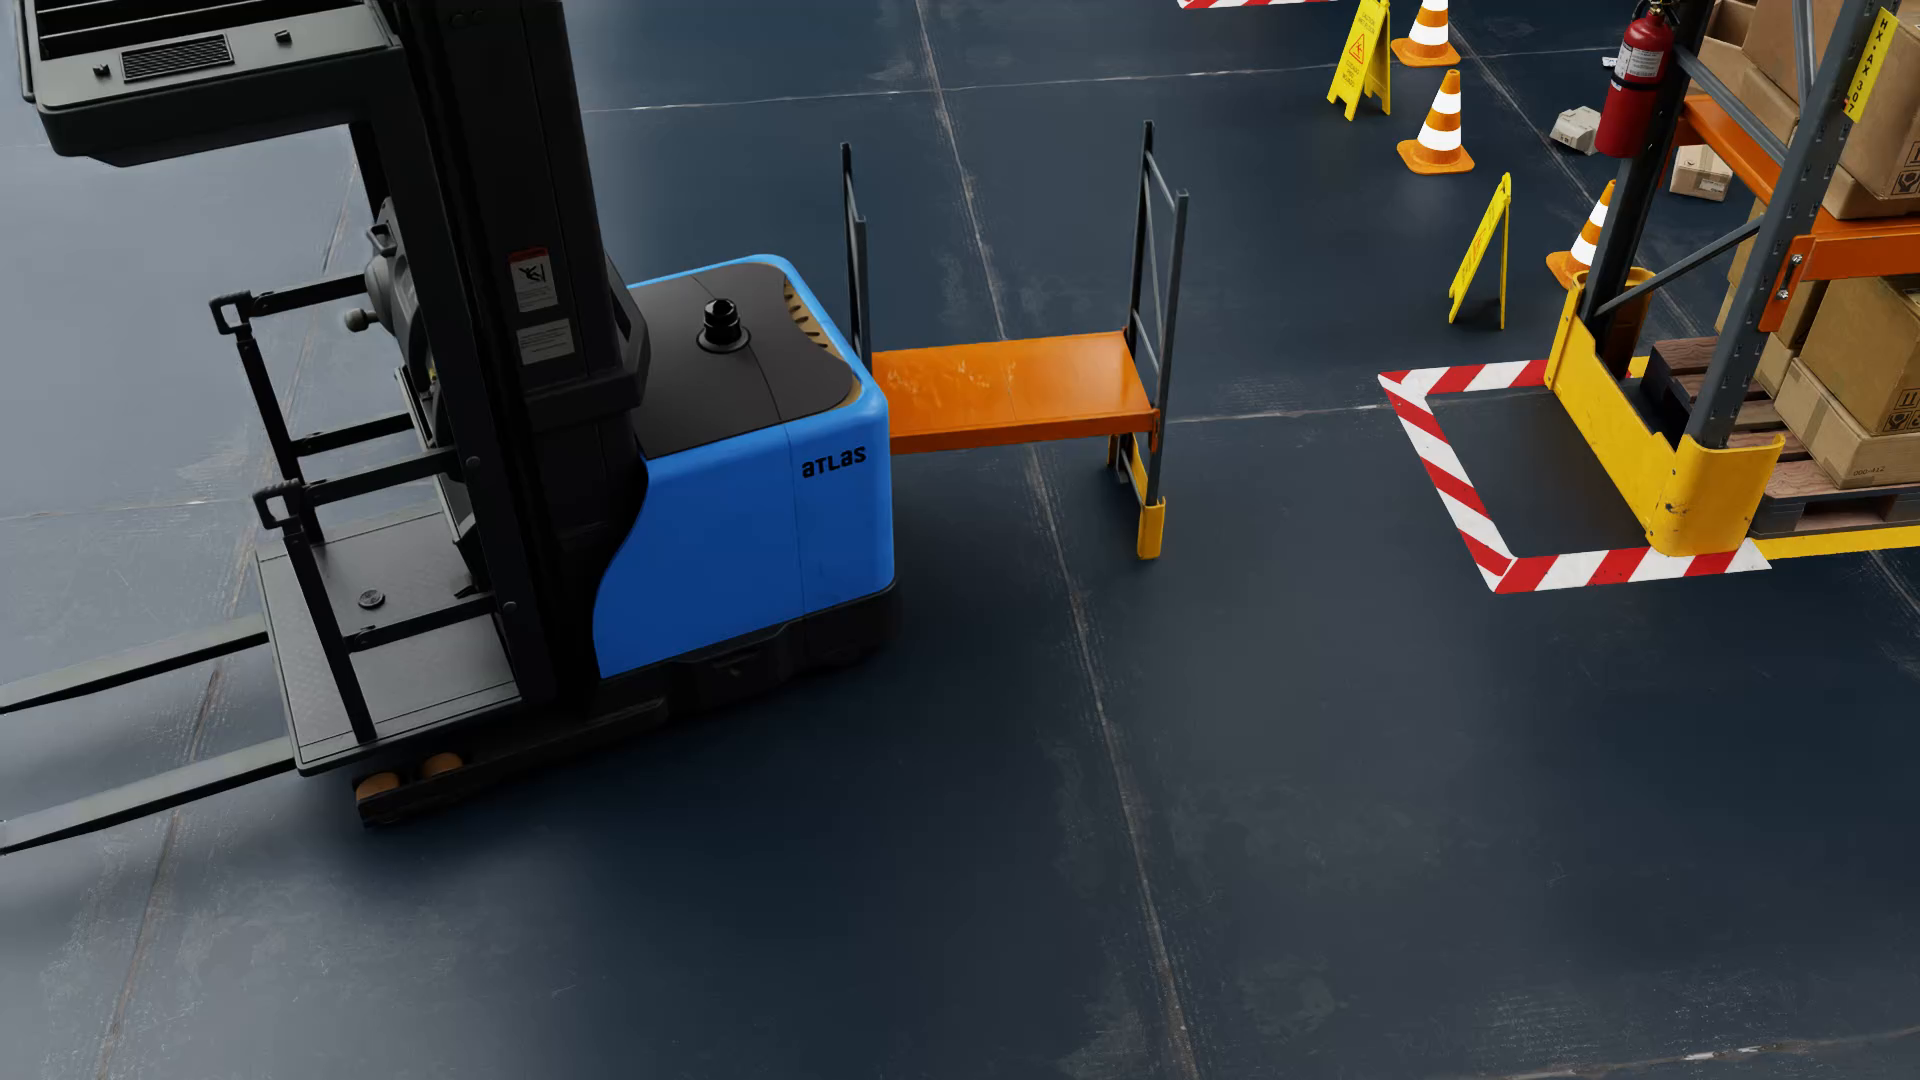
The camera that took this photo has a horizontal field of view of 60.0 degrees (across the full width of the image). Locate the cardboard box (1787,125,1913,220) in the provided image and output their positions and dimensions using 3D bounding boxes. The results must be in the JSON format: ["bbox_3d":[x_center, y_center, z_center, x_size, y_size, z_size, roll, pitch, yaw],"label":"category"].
[{"bbox_3d":[2.983,-1.241,5.574,0.250,0.149,0.380,-5,42,-5],"label":"cardboard box"}]

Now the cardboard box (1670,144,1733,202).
[{"bbox_3d":[3.656,-1.839,8.178,0.250,0.149,0.380,16,44,17],"label":"cardboard box"}]

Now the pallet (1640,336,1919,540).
[{"bbox_3d":[3.504,-0.460,6.603,1.213,0.211,1.003,-5,42,-6],"label":"pallet"}]

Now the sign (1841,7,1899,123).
[{"bbox_3d":[2.689,-1.403,4.920,0.005,0.325,0.100,-5,42,-6],"label":"sign"}]

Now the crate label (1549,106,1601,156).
[{"bbox_3d":[3.169,-2.090,8.465,0.298,0.136,0.250,-27,49,-27],"label":"crate label"}]

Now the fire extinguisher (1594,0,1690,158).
[{"bbox_3d":[2.446,-1.710,5.963,0.183,0.674,0.296,-5,42,-6],"label":"fire extinguisher"}]

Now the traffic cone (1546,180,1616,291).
[{"bbox_3d":[2.878,-1.394,7.450,0.334,0.463,0.336,-5,42,-6],"label":"traffic cone"}]

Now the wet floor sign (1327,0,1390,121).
[{"bbox_3d":[2.105,-2.529,8.572,0.232,0.644,0.267,-12,43,-13],"label":"wet floor sign"}]

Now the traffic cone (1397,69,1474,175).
[{"bbox_3d":[2.397,-2.102,8.235,0.334,0.463,0.336,-5,42,-6],"label":"traffic cone"}]

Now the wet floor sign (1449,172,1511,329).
[{"bbox_3d":[2.292,-1.262,7.167,0.232,0.644,0.267,8,43,9],"label":"wet floor sign"}]

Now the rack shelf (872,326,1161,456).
[{"bbox_3d":[0.163,-0.500,5.953,1.000,0.185,0.538,-6,42,-6],"label":"rack shelf"}]

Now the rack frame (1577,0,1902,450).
[{"bbox_3d":[2.619,-1.442,5.609,0.127,3.000,1.000,-5,42,-6],"label":"rack frame"}]

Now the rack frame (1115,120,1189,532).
[{"bbox_3d":[0.665,-0.684,5.888,0.032,1.500,0.500,-6,42,-6],"label":"rack frame"}]

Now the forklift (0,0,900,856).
[{"bbox_3d":[-1.768,-0.597,4.723,3.031,2.935,1.130,-17,45,-18],"label":"forklift"}]

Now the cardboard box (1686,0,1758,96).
[{"bbox_3d":[4.032,-2.349,8.479,0.797,0.503,0.637,32,51,30],"label":"cardboard box"}]

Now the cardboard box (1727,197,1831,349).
[{"bbox_3d":[3.380,-1.098,6.408,0.500,0.500,0.500,-5,42,-5],"label":"cardboard box"}]

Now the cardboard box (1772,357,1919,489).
[{"bbox_3d":[3.455,-0.463,6.264,0.500,0.250,0.500,-5,42,-6],"label":"cardboard box"}]

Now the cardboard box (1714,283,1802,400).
[{"bbox_3d":[3.409,-0.828,6.668,0.500,0.250,0.500,-5,42,-6],"label":"cardboard box"}]

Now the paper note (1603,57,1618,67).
[{"bbox_3d":[3.611,-2.623,9.136,0.142,0.017,0.144,8,43,9],"label":"paper note"}]

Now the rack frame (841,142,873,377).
[{"bbox_3d":[-0.340,-0.583,5.777,0.032,1.500,0.500,-6,42,-6],"label":"rack frame"}]

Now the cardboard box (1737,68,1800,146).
[{"bbox_3d":[2.962,-1.523,5.887,0.250,0.149,0.380,-4,42,-4],"label":"cardboard box"}]

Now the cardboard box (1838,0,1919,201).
[{"bbox_3d":[3.125,-1.447,5.318,0.500,0.500,0.500,-6,42,-6],"label":"cardboard box"}]

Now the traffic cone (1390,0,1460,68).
[{"bbox_3d":[2.588,-2.882,9.099,0.334,0.463,0.336,-5,42,-6],"label":"traffic cone"}]

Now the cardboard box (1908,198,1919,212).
[{"bbox_3d":[3.231,-1.272,5.609,0.250,0.149,0.380,-4,42,-5],"label":"cardboard box"}]

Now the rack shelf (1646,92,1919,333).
[{"bbox_3d":[4.602,-1.349,6.043,4.000,0.370,1.077,-5,42,-6],"label":"rack shelf"}]

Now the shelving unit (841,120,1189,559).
[{"bbox_3d":[0.172,-0.634,5.834,1.083,1.500,0.587,-6,42,-6],"label":"shelving unit"}]

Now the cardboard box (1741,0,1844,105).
[{"bbox_3d":[3.121,-1.820,5.731,0.500,0.500,0.500,-6,42,-6],"label":"cardboard box"}]

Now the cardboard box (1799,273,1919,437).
[{"bbox_3d":[3.478,-0.744,6.015,0.500,0.500,0.500,-6,42,-7],"label":"cardboard box"}]

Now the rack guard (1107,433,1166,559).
[{"bbox_3d":[0.664,-0.220,6.307,0.087,0.250,0.587,-6,42,-6],"label":"rack guard"}]

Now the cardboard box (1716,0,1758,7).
[{"bbox_3d":[4.437,-3.325,9.561,0.500,0.500,0.500,2,42,2],"label":"cardboard box"}]

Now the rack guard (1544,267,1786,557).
[{"bbox_3d":[2.694,-0.521,6.454,0.348,0.500,1.175,-5,42,-6],"label":"rack guard"}]
